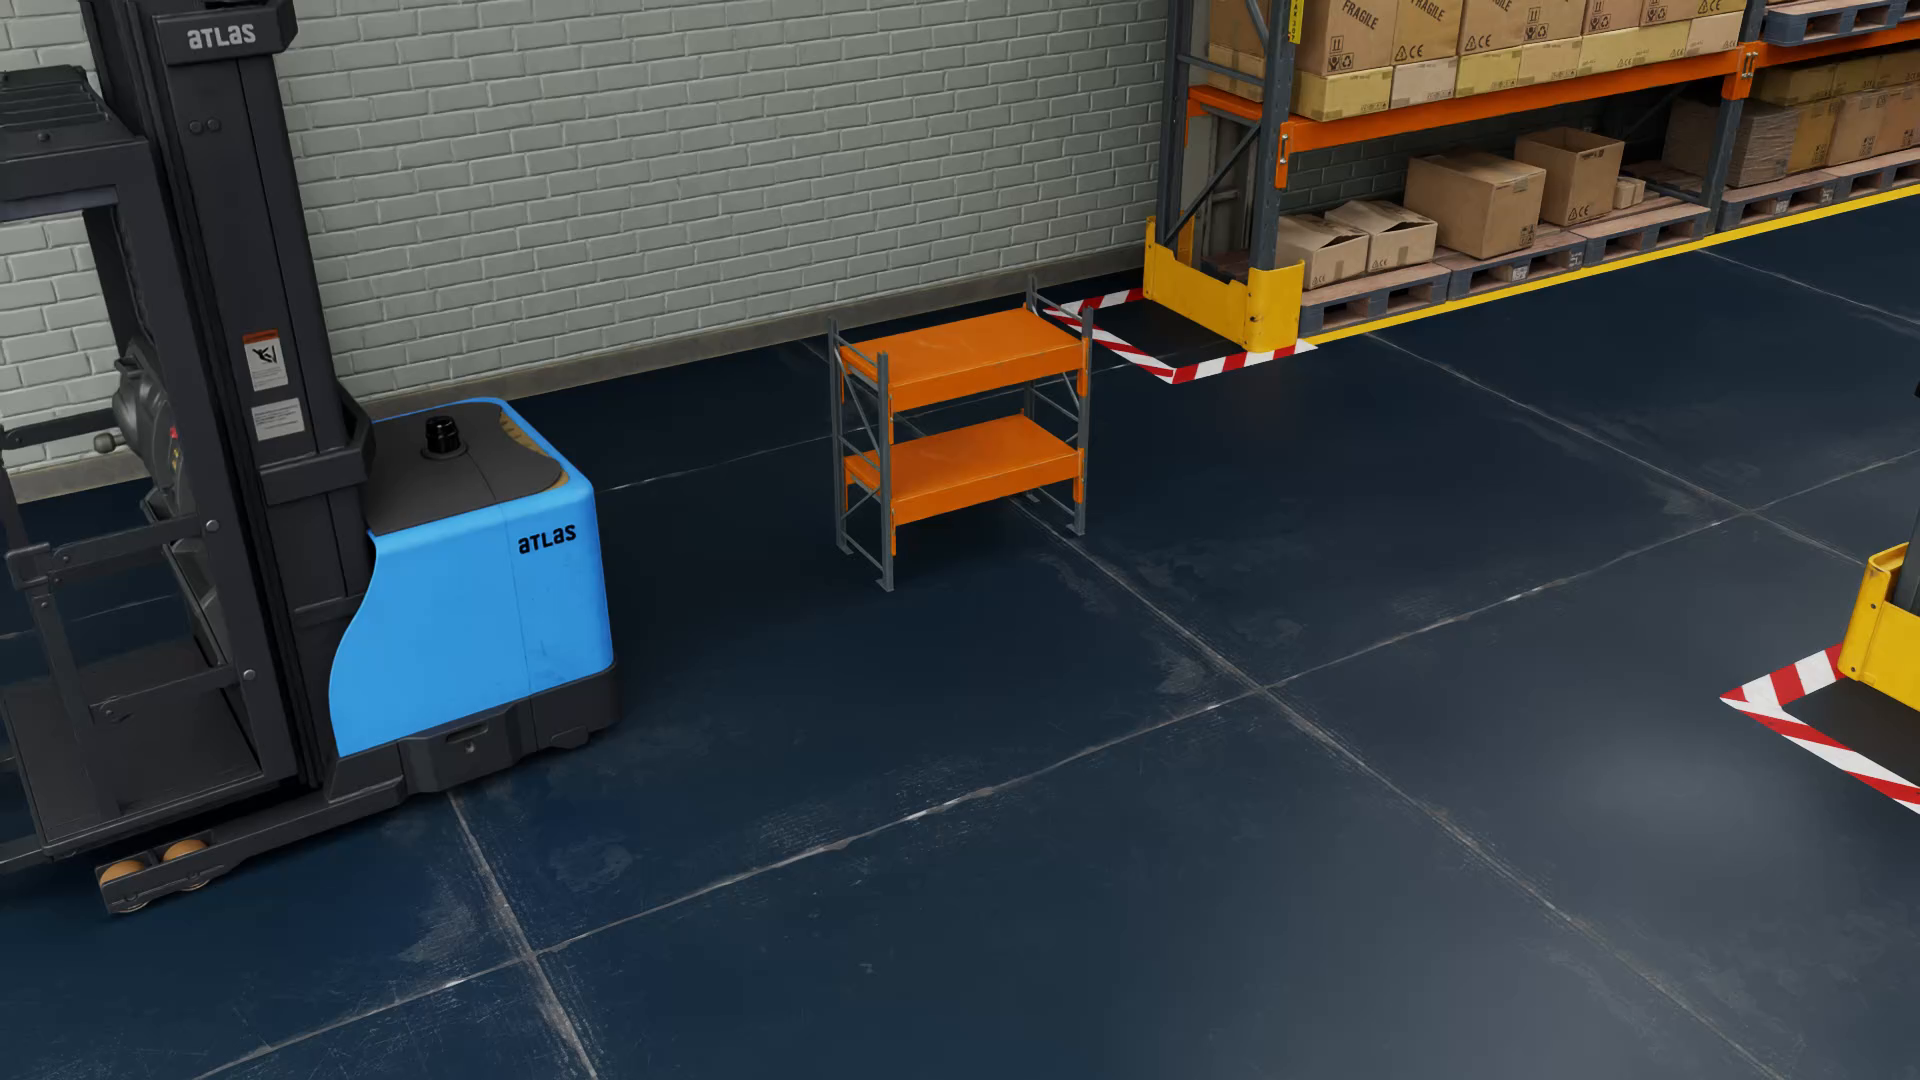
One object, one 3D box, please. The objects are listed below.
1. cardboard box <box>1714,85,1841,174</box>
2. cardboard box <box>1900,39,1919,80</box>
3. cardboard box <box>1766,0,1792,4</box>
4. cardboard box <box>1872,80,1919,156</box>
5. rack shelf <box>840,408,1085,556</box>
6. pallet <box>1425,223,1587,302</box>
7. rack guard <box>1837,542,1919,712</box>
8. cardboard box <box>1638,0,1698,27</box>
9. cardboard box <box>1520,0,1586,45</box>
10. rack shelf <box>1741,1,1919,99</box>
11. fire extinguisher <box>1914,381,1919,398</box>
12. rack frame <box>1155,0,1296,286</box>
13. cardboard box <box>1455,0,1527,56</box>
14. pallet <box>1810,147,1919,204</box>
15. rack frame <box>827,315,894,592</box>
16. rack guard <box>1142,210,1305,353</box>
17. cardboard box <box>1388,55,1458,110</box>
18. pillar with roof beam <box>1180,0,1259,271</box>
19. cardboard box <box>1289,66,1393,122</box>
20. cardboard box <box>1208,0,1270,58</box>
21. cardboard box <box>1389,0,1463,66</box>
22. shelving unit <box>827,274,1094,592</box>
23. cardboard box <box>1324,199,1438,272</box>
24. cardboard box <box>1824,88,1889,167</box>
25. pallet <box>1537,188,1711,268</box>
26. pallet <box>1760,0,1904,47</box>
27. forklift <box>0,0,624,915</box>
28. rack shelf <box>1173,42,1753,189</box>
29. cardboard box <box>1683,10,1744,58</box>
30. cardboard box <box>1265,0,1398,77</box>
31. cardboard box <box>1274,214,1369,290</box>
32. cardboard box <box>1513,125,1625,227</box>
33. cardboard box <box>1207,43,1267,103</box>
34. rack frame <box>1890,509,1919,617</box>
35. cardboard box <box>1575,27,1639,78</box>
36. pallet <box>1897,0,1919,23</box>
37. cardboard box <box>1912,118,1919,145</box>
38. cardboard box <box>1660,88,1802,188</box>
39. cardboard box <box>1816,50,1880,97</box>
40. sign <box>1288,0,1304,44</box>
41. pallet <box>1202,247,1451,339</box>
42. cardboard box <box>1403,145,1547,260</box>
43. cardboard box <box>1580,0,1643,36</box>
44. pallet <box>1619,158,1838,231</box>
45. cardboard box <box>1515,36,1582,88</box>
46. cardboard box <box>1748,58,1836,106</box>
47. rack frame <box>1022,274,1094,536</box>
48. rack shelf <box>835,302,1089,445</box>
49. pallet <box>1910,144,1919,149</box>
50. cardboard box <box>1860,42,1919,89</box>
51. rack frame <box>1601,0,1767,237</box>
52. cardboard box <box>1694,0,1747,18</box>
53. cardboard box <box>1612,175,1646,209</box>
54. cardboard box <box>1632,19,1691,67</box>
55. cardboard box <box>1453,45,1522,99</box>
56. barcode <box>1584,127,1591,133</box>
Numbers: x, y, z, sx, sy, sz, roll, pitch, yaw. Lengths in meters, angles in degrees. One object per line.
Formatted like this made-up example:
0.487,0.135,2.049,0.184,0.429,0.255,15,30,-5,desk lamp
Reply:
6.009,-3.074,12.347,0.500,0.500,0.700,-17,33,-27,cardboard box
7.294,-3.736,12.770,0.500,0.250,0.500,-15,32,-25,cardboard box
5.419,-3.988,11.313,0.500,0.500,0.700,-16,33,-26,cardboard box
6.900,-3.310,12.774,0.500,0.500,0.700,-16,33,-27,cardboard box
0.006,-0.280,7.599,1.000,0.278,0.538,-16,33,-26,rack shelf
3.349,-1.941,11.048,1.213,0.211,1.003,-16,33,-26,pallet
4.006,0.501,6.325,0.348,0.500,1.175,-16,33,-26,rack guard
4.285,-3.544,10.425,0.500,0.500,0.500,-16,33,-27,cardboard box
3.397,-3.297,9.979,0.500,0.500,0.500,-15,32,-25,cardboard box
6.687,-3.816,12.305,4.000,0.370,1.077,-16,33,-26,rack shelf
3.690,-0.730,6.049,0.183,0.674,0.296,-16,33,-26,fire extinguisher
1.514,-2.662,9.469,0.127,3.000,1.000,-16,33,-26,rack frame
2.958,-3.166,9.741,0.500,0.500,0.500,-17,33,-28,cardboard box
6.686,-2.912,12.809,1.213,0.211,1.003,-16,33,-26,pallet
-0.432,-0.370,7.256,0.032,1.125,0.500,-16,33,-26,rack frame
1.580,-1.586,10.107,0.348,0.500,1.175,-16,33,-26,rack guard
2.536,-2.725,9.719,0.500,0.250,0.500,-17,33,-28,cardboard box
3.860,-4.027,5.734,0.400,9.000,9.100,-16,33,-26,pillar with roof beam
2.096,-2.592,9.478,0.500,0.250,0.500,-17,33,-28,cardboard box
1.813,-3.138,9.689,0.500,0.500,0.500,-16,33,-27,cardboard box
2.509,-3.042,9.516,0.500,0.500,0.500,-16,33,-26,cardboard box
0.006,-0.494,7.481,1.048,1.125,0.538,-16,33,-26,shelving unit
2.648,-1.949,10.505,0.500,0.311,0.500,-13,31,-22,cardboard box
6.470,-3.182,12.543,0.500,0.500,0.700,-15,32,-26,cardboard box
4.402,-2.241,11.593,1.213,0.211,1.003,-16,33,-26,pallet
5.696,-3.684,11.519,1.213,0.211,1.003,-16,33,-26,pallet
-2.802,-0.341,5.335,3.031,2.935,1.130,-18,34,-29,forklift
3.239,-2.837,10.530,4.000,0.370,1.077,-16,33,-26,rack shelf
4.708,-3.342,10.836,0.500,0.250,0.500,-16,33,-26,cardboard box
2.078,-2.925,9.305,0.500,0.500,0.500,-16,33,-26,cardboard box
2.156,-1.809,10.252,0.500,0.311,0.500,-20,35,-32,cardboard box
4.088,-2.469,11.251,0.500,0.500,0.500,-19,34,-30,cardboard box
1.819,-2.800,9.855,0.500,0.250,0.500,-15,32,-26,cardboard box
4.027,-0.599,5.732,0.127,3.000,1.000,-16,33,-26,rack frame
3.848,-3.094,10.387,0.500,0.250,0.500,-16,33,-27,cardboard box
6.726,-4.035,12.155,1.213,0.211,1.003,-16,33,-26,pallet
7.314,-3.443,13.016,0.500,0.500,0.700,-16,33,-26,cardboard box
5.589,-2.927,12.080,0.500,0.500,0.700,-15,32,-25,cardboard box
6.414,-3.493,12.331,0.500,0.250,0.500,-17,33,-28,cardboard box
1.789,-2.815,8.851,0.005,0.325,0.100,-16,33,-26,sign
2.298,-1.644,10.511,1.213,0.211,1.003,-16,33,-26,pallet
3.306,-2.191,10.747,0.500,0.500,0.700,-18,34,-29,cardboard box
3.845,-3.425,10.210,0.500,0.500,0.500,-17,33,-28,cardboard box
5.633,-2.612,12.264,1.213,0.211,1.003,-16,33,-26,pallet
3.415,-2.971,10.163,0.500,0.250,0.500,-16,32,-26,cardboard box
5.967,-3.364,12.097,0.500,0.250,0.500,-17,33,-27,cardboard box
0.444,-0.619,7.707,0.032,1.125,0.500,-16,33,-26,rack frame
0.006,-0.750,7.340,1.000,0.278,0.538,-16,33,-26,rack shelf
7.737,-3.209,13.346,1.213,0.211,1.003,-16,33,-26,pallet
6.853,-3.608,12.538,0.500,0.250,0.500,-16,33,-27,cardboard box
4.963,-3.641,11.244,0.127,3.000,1.000,-16,33,-26,rack frame
4.712,-3.668,10.651,0.500,0.500,0.500,-16,33,-26,cardboard box
4.517,-2.450,11.562,0.250,0.166,0.380,-21,35,-33,cardboard box
4.274,-3.224,10.621,0.500,0.250,0.500,-16,33,-26,cardboard box
2.978,-2.848,9.940,0.500,0.250,0.500,-16,33,-27,cardboard box
4.376,-2.847,11.606,0.075,0.075,0.001,-16,33,-26,barcode
